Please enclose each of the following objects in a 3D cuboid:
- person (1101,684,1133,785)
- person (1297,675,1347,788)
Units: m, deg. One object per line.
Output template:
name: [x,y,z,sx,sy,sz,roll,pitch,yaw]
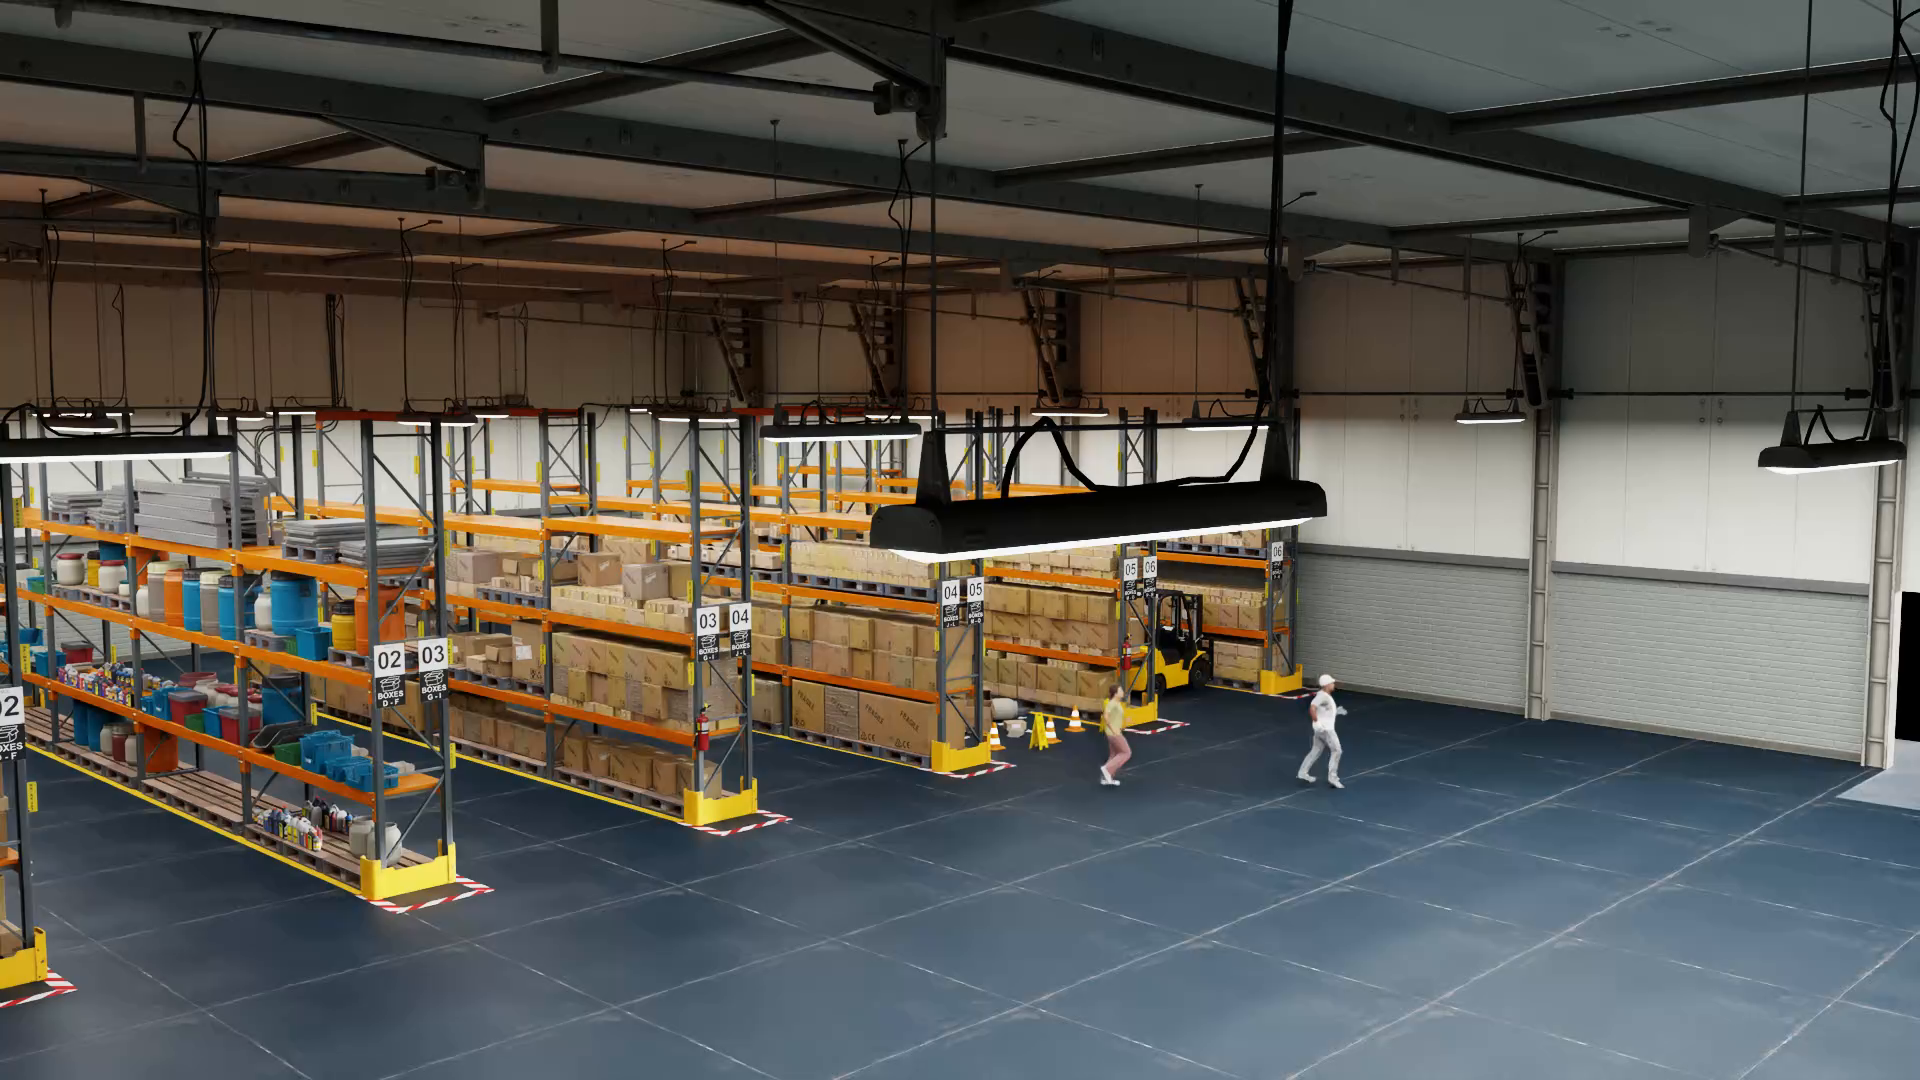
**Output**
person: [2.538,3.134,26.855,0.538,1.606,0.565,0,5,0]
person: [5.848,3.080,26.786,0.796,1.842,0.661,0,5,1]
